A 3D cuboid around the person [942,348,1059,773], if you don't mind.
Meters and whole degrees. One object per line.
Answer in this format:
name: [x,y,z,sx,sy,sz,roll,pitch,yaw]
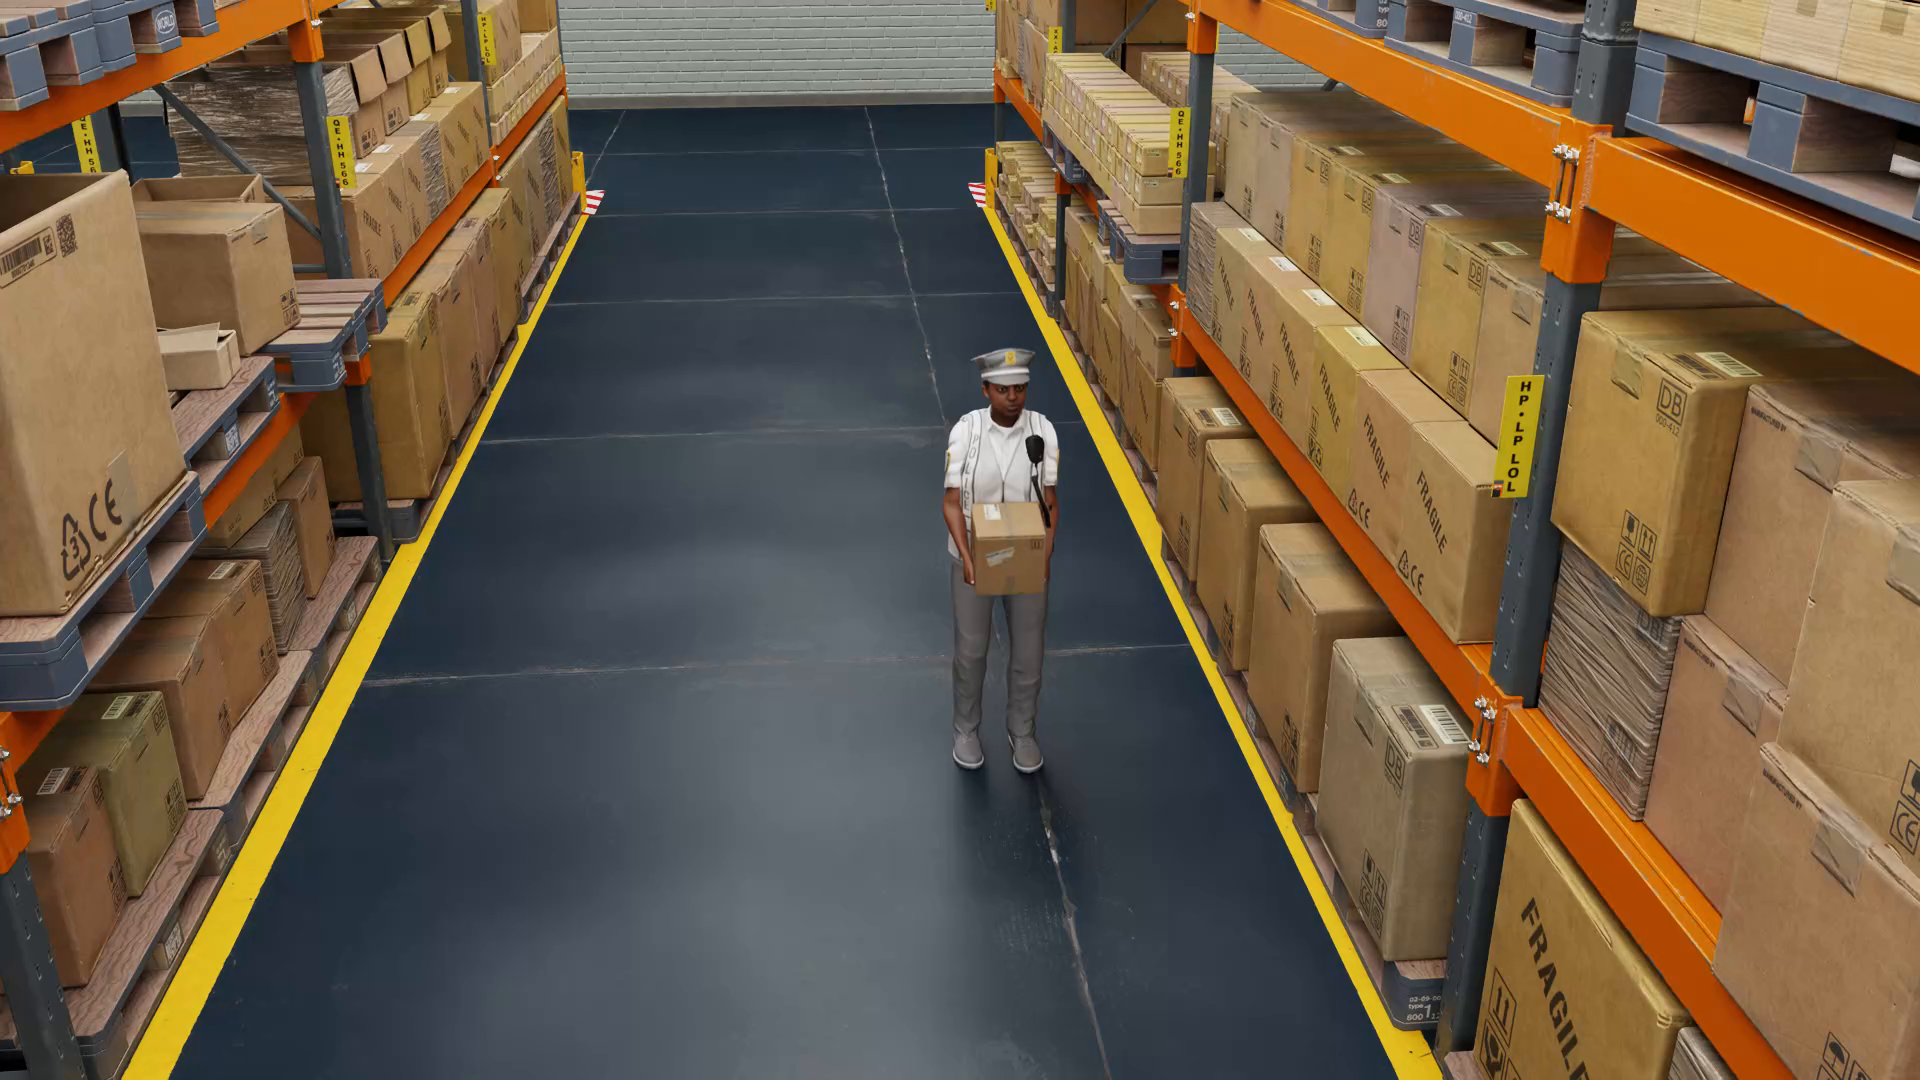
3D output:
person: [0.160,0.096,6.354,0.451,1.687,0.531,-2,24,-4]
